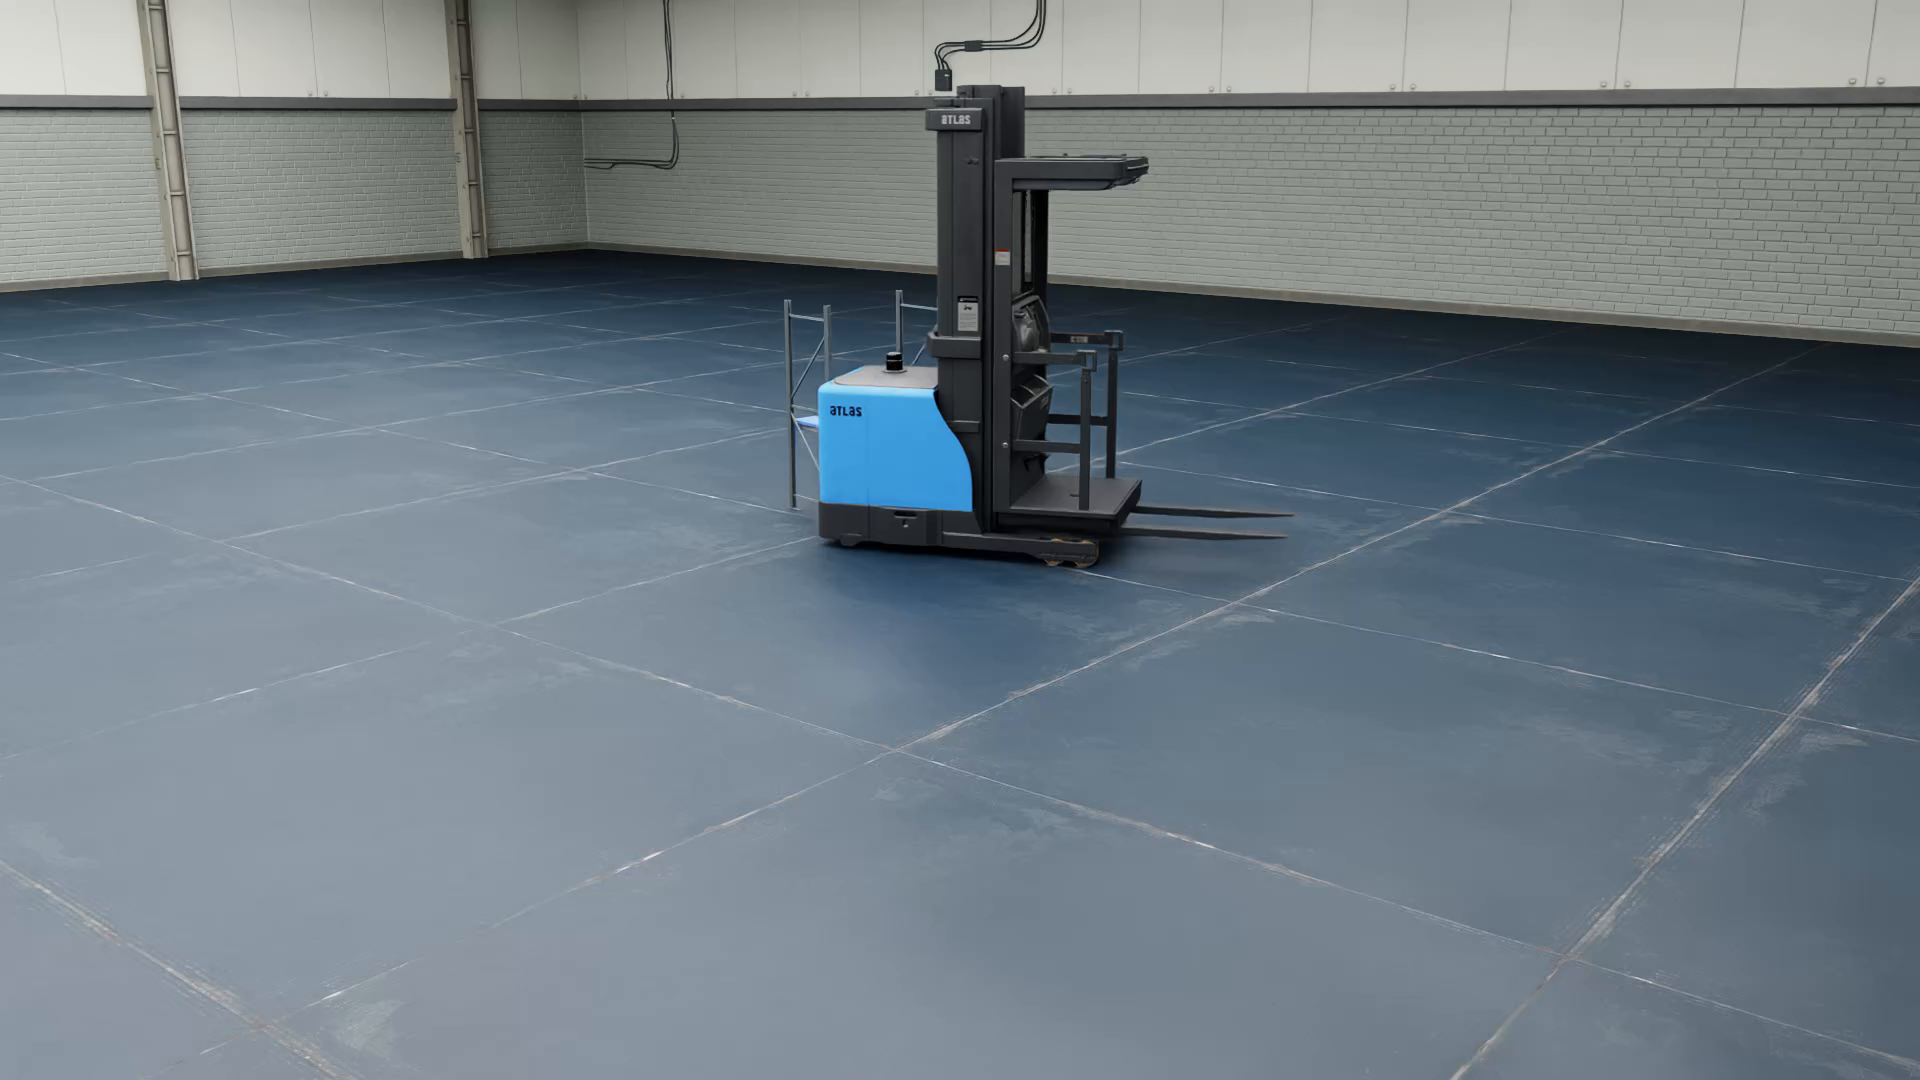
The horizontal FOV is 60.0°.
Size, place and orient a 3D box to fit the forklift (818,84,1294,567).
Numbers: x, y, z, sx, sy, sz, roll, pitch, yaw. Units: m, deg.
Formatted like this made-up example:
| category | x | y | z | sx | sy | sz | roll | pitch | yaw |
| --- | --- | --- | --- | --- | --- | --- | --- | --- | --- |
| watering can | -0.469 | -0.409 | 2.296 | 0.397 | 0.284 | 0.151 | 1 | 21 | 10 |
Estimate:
| category | x | y | z | sx | sy | sz | roll | pitch | yaw |
| --- | --- | --- | --- | --- | --- | --- | --- | --- | --- |
| forklift | 0.644 | -1.395 | 10.660 | 3.031 | 2.935 | 1.130 | 4 | 15 | 14 |

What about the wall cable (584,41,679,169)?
| category | x | y | z | sx | sy | sz | roll | pitch | yaw |
| --- | --- | --- | --- | --- | --- | --- | --- | --- | --- |
| wall cable | -6.894 | -8.912 | 34.236 | 3.097 | 2.526 | 0.112 | 11 | 18 | 38 |

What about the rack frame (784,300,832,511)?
| category | x | y | z | sx | sy | sz | roll | pitch | yaw |
| --- | --- | --- | --- | --- | --- | --- | --- | --- | --- |
| rack frame | -1.055 | -0.910 | 11.659 | 0.032 | 1.500 | 0.500 | -12 | 19 | -40 |

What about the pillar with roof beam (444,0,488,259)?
| category | x | y | z | sx | sy | sz | roll | pitch | yaw |
| --- | --- | --- | --- | --- | --- | --- | --- | --- | --- |
| pillar with roof beam | -6.426 | -9.392 | 29.816 | 9.100 | 9.000 | 0.400 | 11 | 18 | 38 |

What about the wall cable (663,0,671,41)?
| category | x | y | z | sx | sy | sz | roll | pitch | yaw |
| --- | --- | --- | --- | --- | --- | --- | --- | --- | --- |
| wall cable | -4.790 | -10.941 | 31.966 | 3.097 | 2.526 | 0.112 | 11 | 18 | 38 |

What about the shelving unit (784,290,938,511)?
| category | x | y | z | sx | sy | sz | roll | pitch | yaw |
| --- | --- | --- | --- | --- | --- | --- | --- | --- | --- |
| shelving unit | -0.676 | -0.994 | 11.988 | 1.048 | 1.500 | 0.538 | -12 | 19 | -40 |

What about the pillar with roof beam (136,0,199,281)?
| category | x | y | z | sx | sy | sz | roll | pitch | yaw |
| --- | --- | --- | --- | --- | --- | --- | --- | --- | --- |
| pillar with roof beam | -10.197 | -8.243 | 25.292 | 9.100 | 9.000 | 0.400 | 11 | 18 | 38 |

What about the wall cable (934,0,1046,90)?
| category | x | y | z | sx | sy | sz | roll | pitch | yaw |
| --- | --- | --- | --- | --- | --- | --- | --- | --- | --- |
| wall cable | 0.480 | -10.593 | 27.640 | 2.305 | 6.003 | 0.169 | 11 | 18 | 38 |

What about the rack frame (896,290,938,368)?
| category | x | y | z | sx | sy | sz | roll | pitch | yaw |
| --- | --- | --- | --- | --- | --- | --- | --- | --- | --- |
| rack frame | -0.297 | -1.077 | 12.316 | 0.032 | 1.500 | 0.500 | -12 | 19 | -40 |

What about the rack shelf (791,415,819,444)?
| category | x | y | z | sx | sy | sz | roll | pitch | yaw |
| --- | --- | --- | --- | --- | --- | --- | --- | --- | --- |
| rack shelf | -0.676 | -0.819 | 12.032 | 1.000 | 0.185 | 0.538 | -12 | 19 | -40 |
